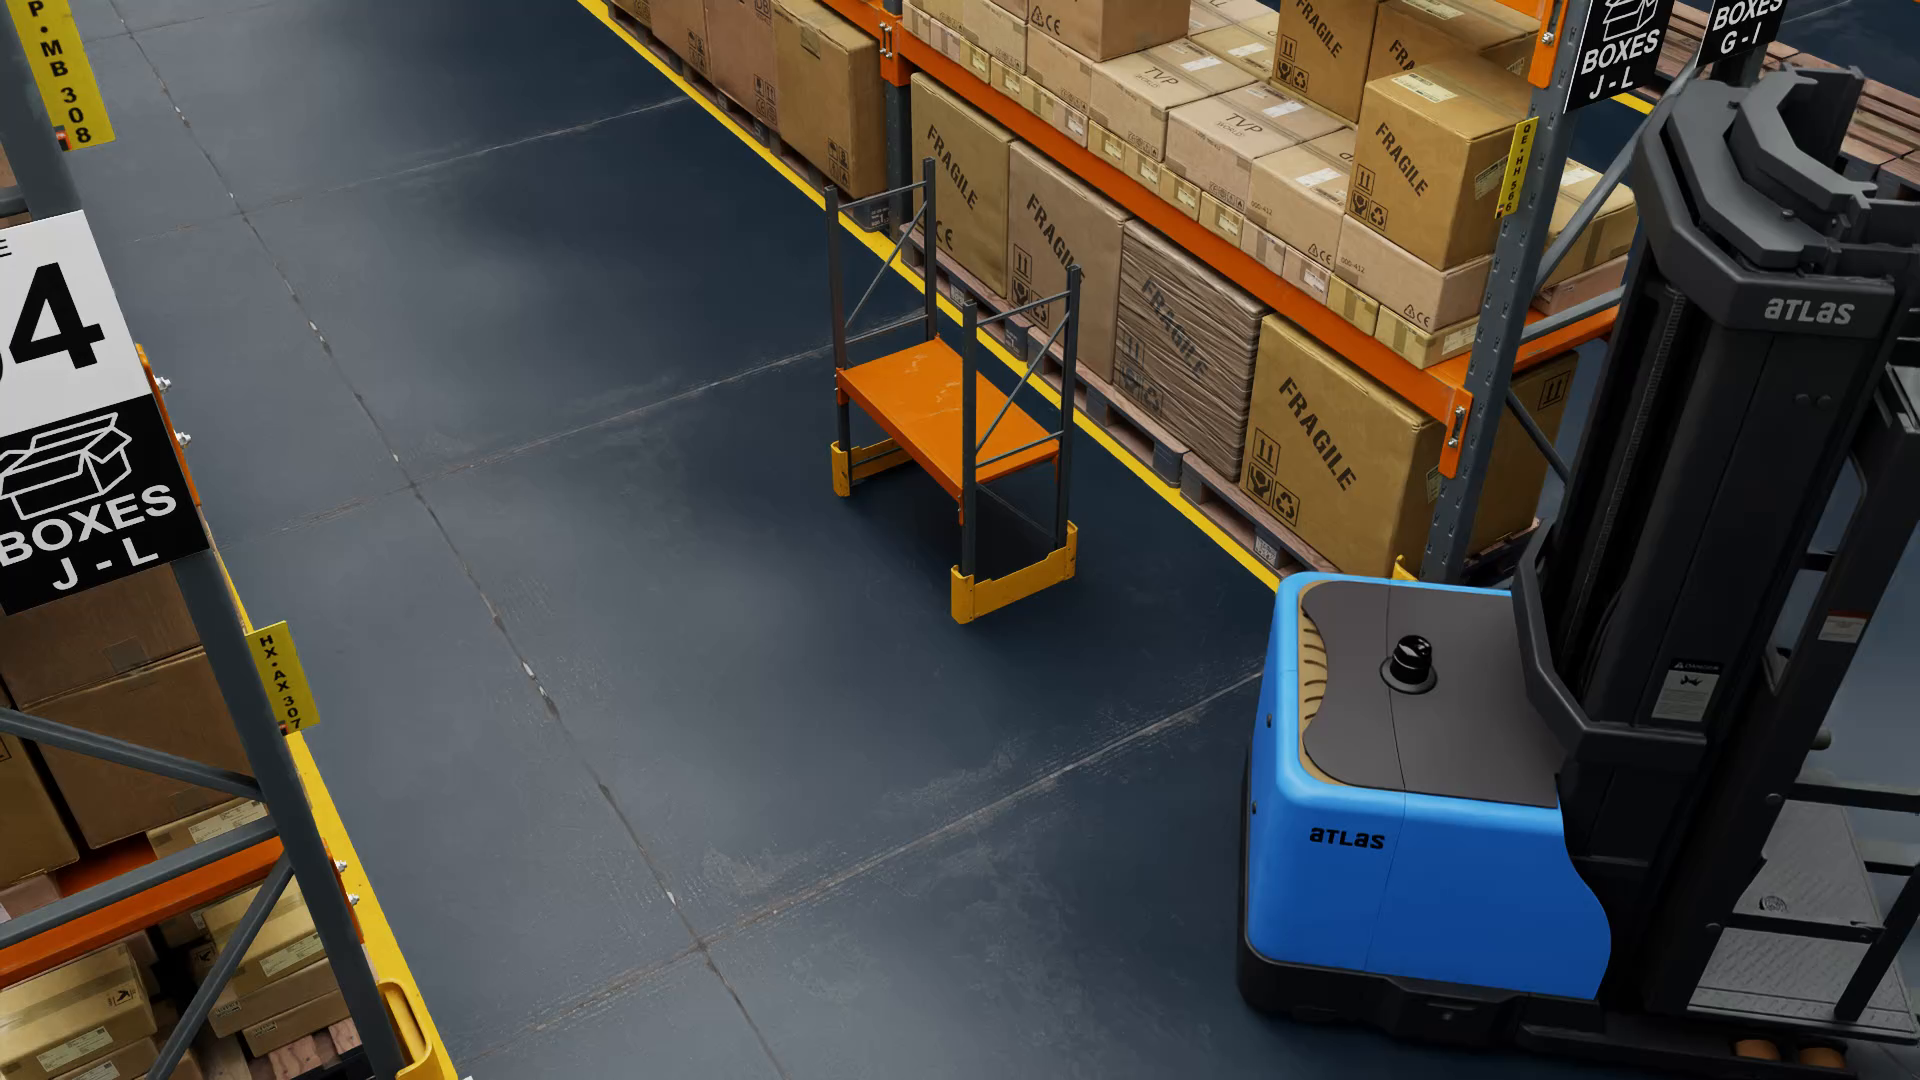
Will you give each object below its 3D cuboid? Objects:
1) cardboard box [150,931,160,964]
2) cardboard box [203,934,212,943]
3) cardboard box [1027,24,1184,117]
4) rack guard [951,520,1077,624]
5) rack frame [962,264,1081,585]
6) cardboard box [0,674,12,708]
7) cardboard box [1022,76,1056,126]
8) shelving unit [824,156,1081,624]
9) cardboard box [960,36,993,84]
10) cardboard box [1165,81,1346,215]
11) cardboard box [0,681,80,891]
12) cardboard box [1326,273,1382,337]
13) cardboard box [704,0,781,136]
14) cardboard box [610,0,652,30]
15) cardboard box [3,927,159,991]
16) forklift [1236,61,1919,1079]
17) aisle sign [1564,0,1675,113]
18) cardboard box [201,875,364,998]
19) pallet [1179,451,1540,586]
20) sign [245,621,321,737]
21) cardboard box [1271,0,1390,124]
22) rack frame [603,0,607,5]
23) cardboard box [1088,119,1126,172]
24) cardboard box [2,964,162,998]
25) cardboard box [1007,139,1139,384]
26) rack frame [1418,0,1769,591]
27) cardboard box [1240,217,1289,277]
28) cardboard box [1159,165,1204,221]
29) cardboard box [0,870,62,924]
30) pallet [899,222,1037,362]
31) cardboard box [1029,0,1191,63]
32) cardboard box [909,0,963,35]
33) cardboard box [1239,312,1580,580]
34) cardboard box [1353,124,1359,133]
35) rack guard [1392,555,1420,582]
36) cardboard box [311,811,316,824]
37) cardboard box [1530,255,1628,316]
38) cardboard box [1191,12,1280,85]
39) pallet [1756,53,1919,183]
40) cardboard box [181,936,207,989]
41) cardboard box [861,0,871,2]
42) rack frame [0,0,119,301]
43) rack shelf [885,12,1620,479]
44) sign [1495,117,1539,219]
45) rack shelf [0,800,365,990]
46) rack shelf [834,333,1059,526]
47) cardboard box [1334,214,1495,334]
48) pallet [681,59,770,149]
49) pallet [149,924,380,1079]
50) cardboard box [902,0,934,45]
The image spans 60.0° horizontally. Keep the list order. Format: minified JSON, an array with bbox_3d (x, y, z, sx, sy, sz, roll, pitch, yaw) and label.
[{"bbox_3d":[-2.776,1.290,5.258,0.380,0.149,0.250,-22,45,-25],"label":"cardboard box"},{"bbox_3d":[-2.189,1.125,5.223,0.380,0.149,0.250,-22,45,-25],"label":"cardboard box"},{"bbox_3d":[0.640,-2.133,7.351,0.500,0.250,0.500,-21,44,-23],"label":"cardboard box"},{"bbox_3d":[0.227,0.132,6.897,0.587,0.250,0.087,-22,45,-24],"label":"rack guard"},{"bbox_3d":[0.227,-0.348,6.496,0.500,1.500,0.032,-22,45,-24],"label":"rack frame"},{"bbox_3d":[-2.479,0.146,3.640,0.500,0.500,0.500,-23,45,-25],"label":"cardboard box"},{"bbox_3d":[0.505,-2.034,7.544,0.380,0.149,0.250,-23,45,-25],"label":"cardboard box"},{"bbox_3d":[-0.041,-0.617,6.819,0.587,1.500,1.083,-22,45,-24],"label":"shelving unit"},{"bbox_3d":[0.224,-2.313,7.879,0.380,0.149,0.250,-21,44,-23],"label":"cardboard box"},{"bbox_3d":[1.182,-1.584,6.693,0.500,0.250,0.500,-24,45,-26],"label":"cardboard box"},{"bbox_3d":[-2.482,0.538,3.951,0.500,0.500,0.500,-21,44,-24],"label":"cardboard box"},{"bbox_3d":[1.602,-0.931,6.220,0.380,0.149,0.250,-22,44,-24],"label":"cardboard box"},{"bbox_3d":[-0.780,-3.133,9.999,1.225,0.875,0.875,-24,45,-26],"label":"cardboard box"},{"bbox_3d":[-1.735,-4.092,11.149,1.225,0.875,0.875,-24,46,-26],"label":"cardboard box"},{"bbox_3d":[-2.609,1.196,4.906,0.380,0.149,0.250,-21,44,-24],"label":"cardboard box"},{"bbox_3d":[2.461,0.238,4.675,3.031,2.935,1.130,6,40,7],"label":"forklift"},{"bbox_3d":[1.998,-1.665,4.874,0.394,0.787,0.004,-22,45,-24],"label":"aisle sign"},{"bbox_3d":[-2.019,1.150,4.961,0.380,0.149,0.250,-24,46,-26],"label":"cardboard box"},{"bbox_3d":[1.717,-0.142,7.255,1.003,0.211,1.213,-22,45,-24],"label":"pallet"},{"bbox_3d":[-1.566,0.325,3.841,0.100,0.325,0.005,-22,45,-24],"label":"sign"},{"bbox_3d":[1.630,-2.053,6.669,0.500,0.500,0.500,-23,45,-26],"label":"cardboard box"},{"bbox_3d":[-2.089,-5.126,11.059,1.000,3.000,0.127,-22,45,-24],"label":"rack frame"},{"bbox_3d":[0.780,-1.756,7.210,0.380,0.149,0.250,-24,45,-26],"label":"cardboard box"},{"bbox_3d":[-2.643,1.318,4.992,0.380,0.149,0.250,-23,45,-25],"label":"cardboard box"},{"bbox_3d":[0.833,-1.443,7.970,0.875,0.875,0.875,-22,45,-24],"label":"cardboard box"},{"bbox_3d":[2.213,-0.809,5.877,1.000,3.000,0.127,-22,45,-24],"label":"rack frame"},{"bbox_3d":[1.334,-1.202,6.546,0.380,0.149,0.250,-21,44,-24],"label":"cardboard box"},{"bbox_3d":[1.053,-1.481,6.881,0.380,0.149,0.250,-22,45,-24],"label":"cardboard box"},{"bbox_3d":[-2.437,0.862,4.069,0.380,0.149,0.250,-22,45,-24],"label":"cardboard box"},{"bbox_3d":[0.405,-1.459,8.836,1.003,0.211,1.213,-22,45,-24],"label":"pallet"},{"bbox_3d":[0.646,-2.418,7.108,0.500,0.500,0.500,-24,45,-26],"label":"cardboard box"},{"bbox_3d":[0.094,-2.680,8.008,0.500,0.250,0.500,-23,45,-25],"label":"cardboard box"},{"bbox_3d":[1.801,-0.472,6.804,0.875,0.875,0.875,-22,45,-24],"label":"cardboard box"},{"bbox_3d":[1.897,-1.496,6.586,0.500,0.250,0.500,-23,45,-25],"label":"cardboard box"},{"bbox_3d":[2.226,0.165,6.662,1.175,0.500,0.348,-22,45,-24],"label":"rack guard"},{"bbox_3d":[-2.296,0.862,5.306,0.380,0.149,0.250,-22,45,-25],"label":"cardboard box"},{"bbox_3d":[2.300,-1.017,6.324,0.380,0.149,0.250,-22,44,-24],"label":"cardboard box"},{"bbox_3d":[1.345,-2.048,7.249,0.500,0.250,0.500,-23,45,-25],"label":"cardboard box"},{"bbox_3d":[5.326,-2.558,10.155,1.003,0.211,1.213,-22,45,-24],"label":"pallet"},{"bbox_3d":[-2.245,1.272,5.279,0.380,0.149,0.250,-22,45,-25],"label":"cardboard box"},{"bbox_3d":[-0.420,-3.164,8.626,0.500,0.500,0.500,-22,45,-24],"label":"cardboard box"},{"bbox_3d":[-2.024,-1.461,1.973,1.000,3.000,0.127,-22,45,-24],"label":"rack frame"},{"bbox_3d":[1.137,-1.612,7.403,1.077,0.370,4.000,-22,45,-24],"label":"rack shelf"},{"bbox_3d":[1.748,-1.165,5.216,0.100,0.325,0.005,-22,45,-24],"label":"sign"},{"bbox_3d":[-3.099,0.041,5.419,1.077,0.370,4.000,-22,45,-24],"label":"rack shelf"},{"bbox_3d":[-0.046,-0.484,6.940,0.538,0.185,1.000,-22,45,-24],"label":"rack shelf"},{"bbox_3d":[1.728,-1.035,6.034,0.500,0.250,0.500,-23,45,-25],"label":"cardboard box"},{"bbox_3d":[-1.077,-2.946,10.620,1.003,0.211,1.213,-22,45,-24],"label":"pallet"},{"bbox_3d":[-2.471,1.424,5.376,1.003,0.211,1.213,-22,45,-24],"label":"pallet"},{"bbox_3d":[-0.060,-2.597,8.219,0.380,0.149,0.250,-22,45,-24],"label":"cardboard box"}]
